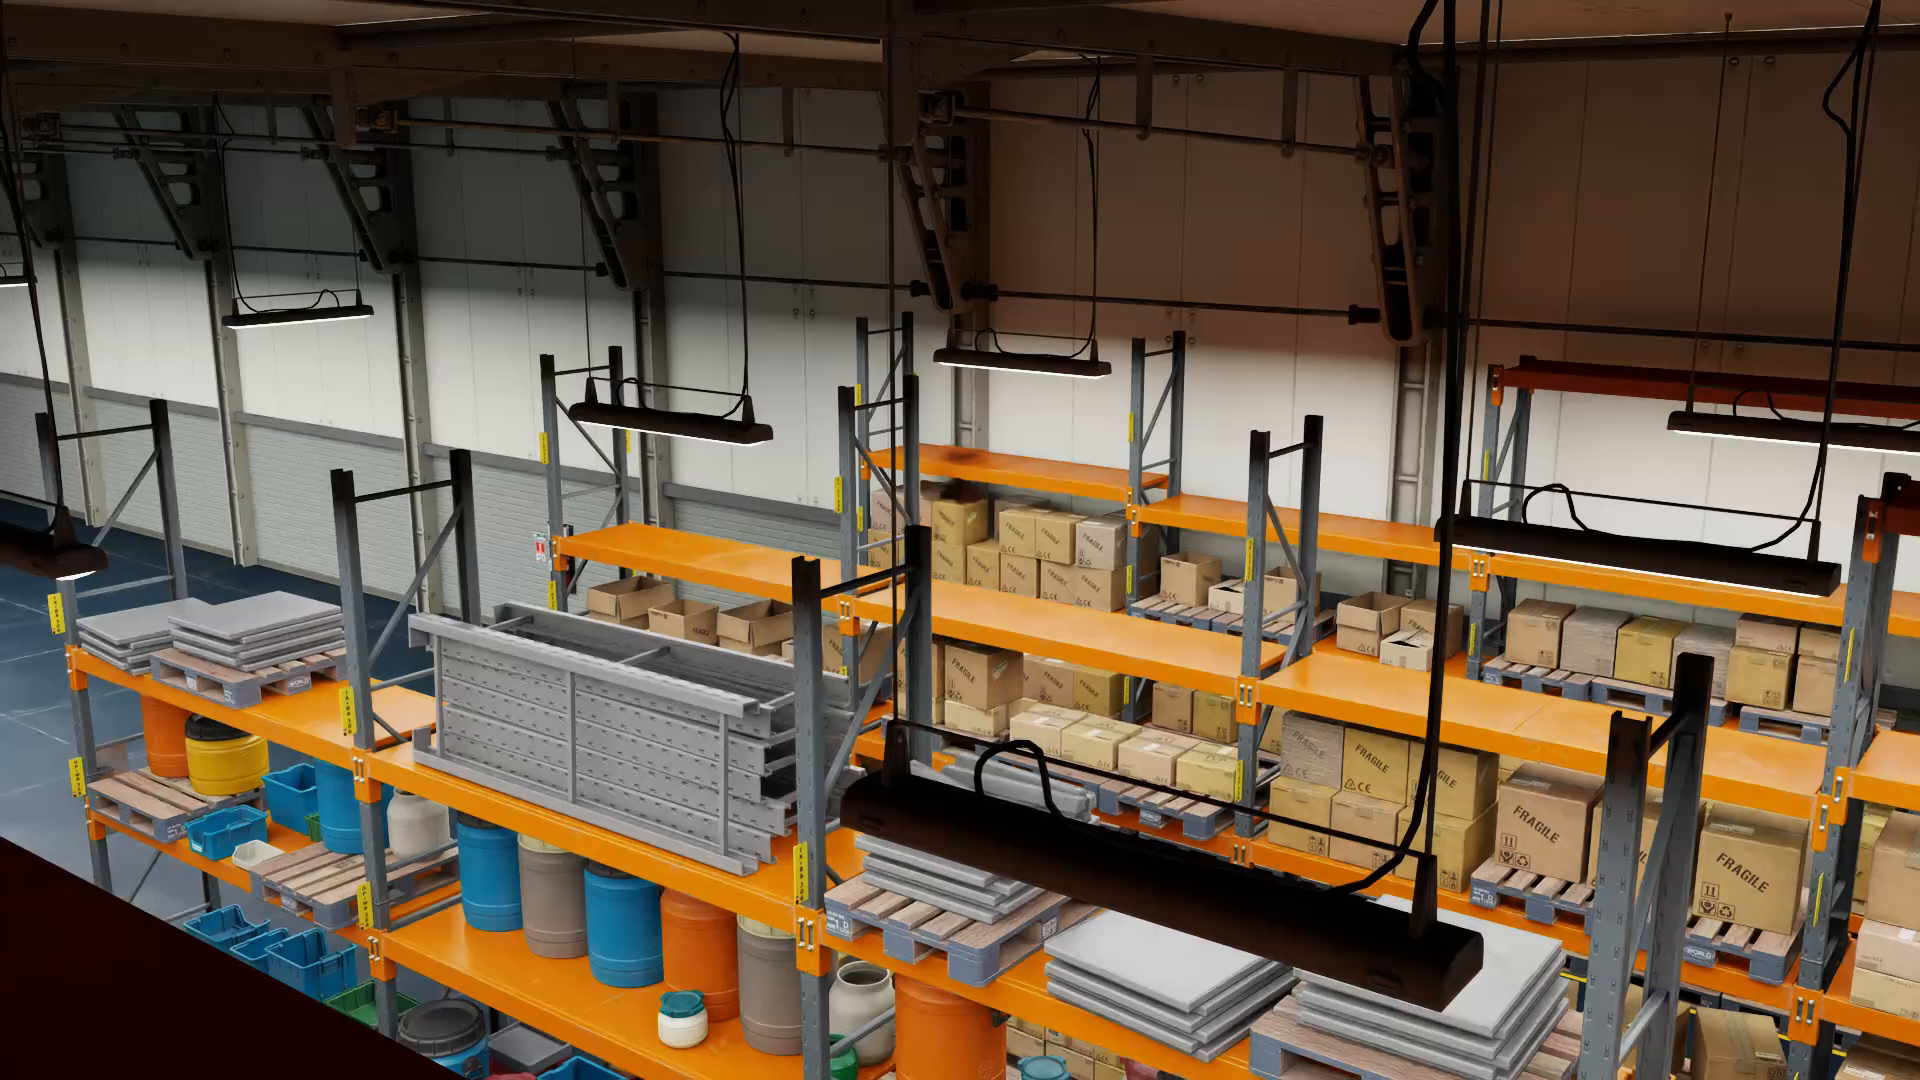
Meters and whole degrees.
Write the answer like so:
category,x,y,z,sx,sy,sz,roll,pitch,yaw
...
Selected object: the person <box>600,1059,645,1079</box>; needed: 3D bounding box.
category,x,y,z,sx,sy,sz,roll,pitch,yaw
person,-2.655,4.225,13.409,0.478,1.616,0.962,-7,15,-27
